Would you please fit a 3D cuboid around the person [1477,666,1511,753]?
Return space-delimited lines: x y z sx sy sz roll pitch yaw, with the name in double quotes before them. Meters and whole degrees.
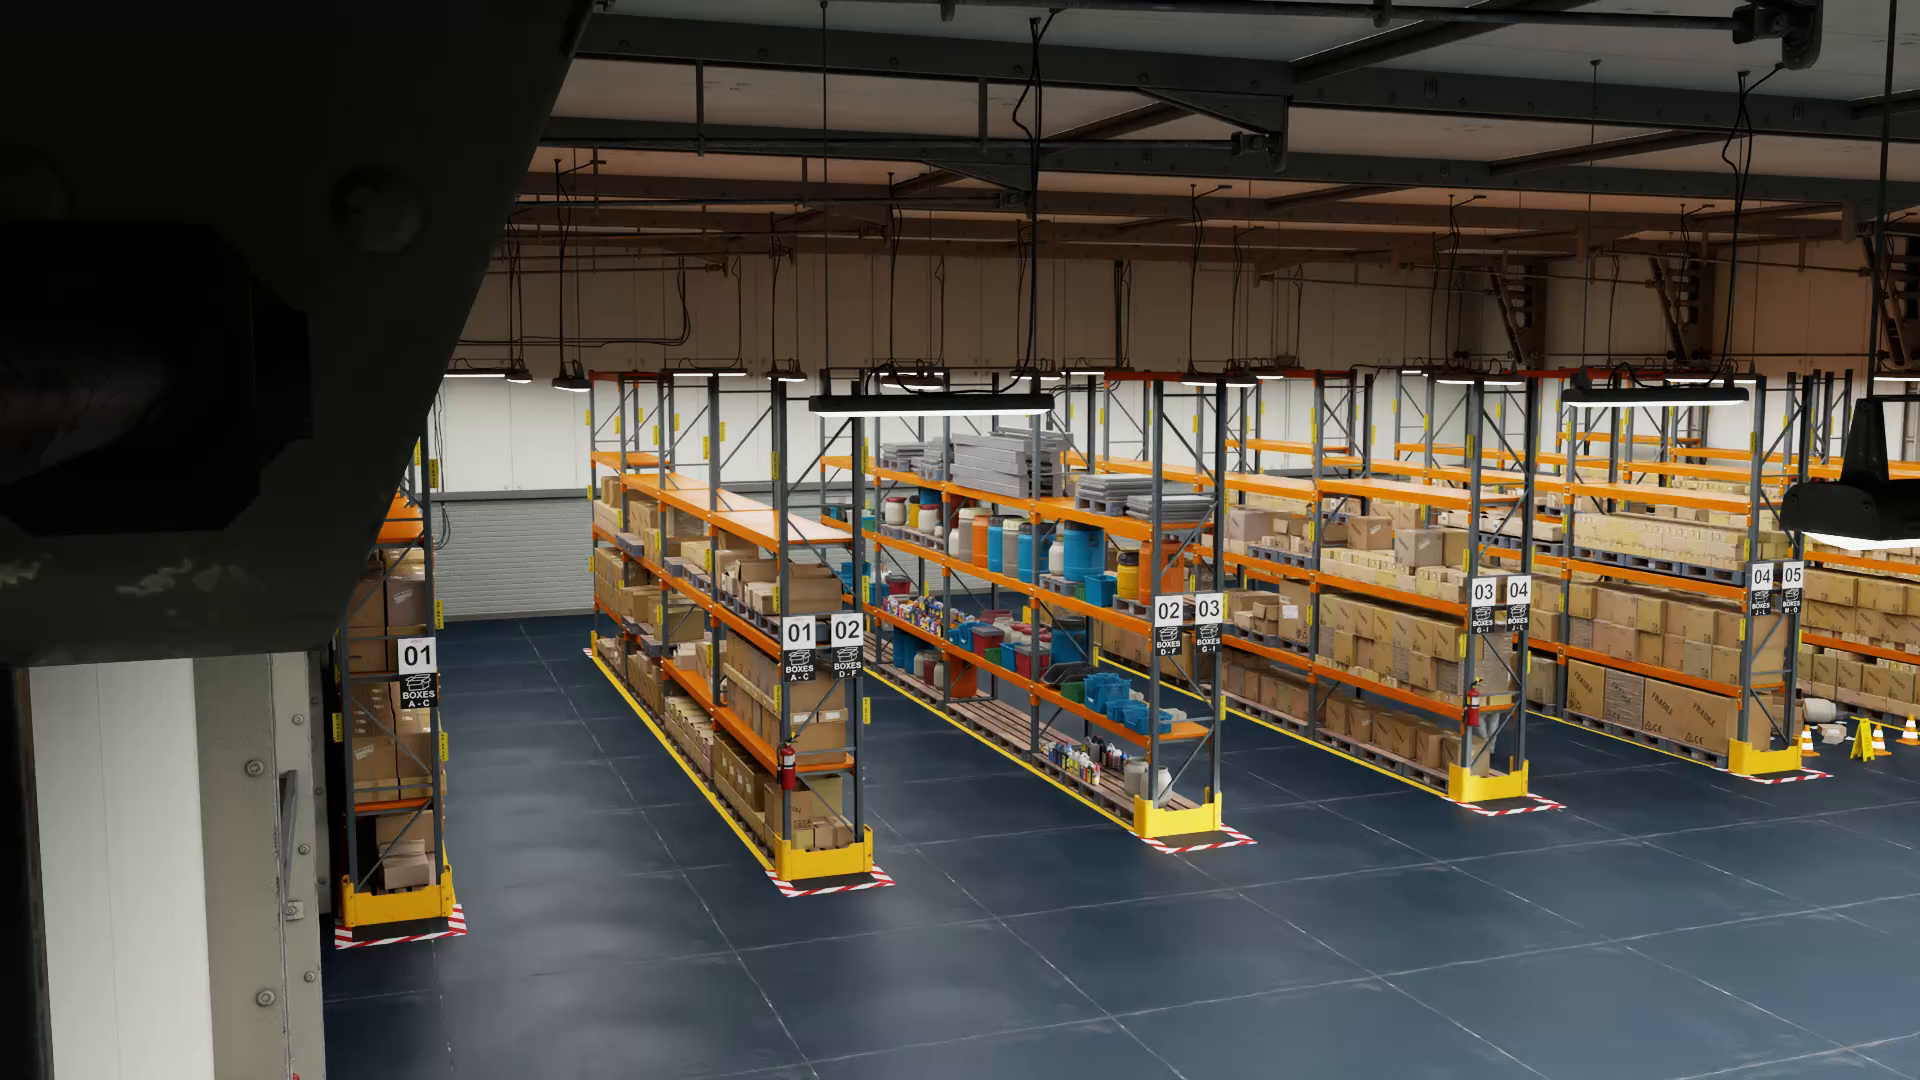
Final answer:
"person" 8.425 2.508 26.307 0.542 1.759 0.544 2 7 15

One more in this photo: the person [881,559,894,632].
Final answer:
"person" -1.682 1.272 38.031 0.425 1.695 0.584 4 8 34
